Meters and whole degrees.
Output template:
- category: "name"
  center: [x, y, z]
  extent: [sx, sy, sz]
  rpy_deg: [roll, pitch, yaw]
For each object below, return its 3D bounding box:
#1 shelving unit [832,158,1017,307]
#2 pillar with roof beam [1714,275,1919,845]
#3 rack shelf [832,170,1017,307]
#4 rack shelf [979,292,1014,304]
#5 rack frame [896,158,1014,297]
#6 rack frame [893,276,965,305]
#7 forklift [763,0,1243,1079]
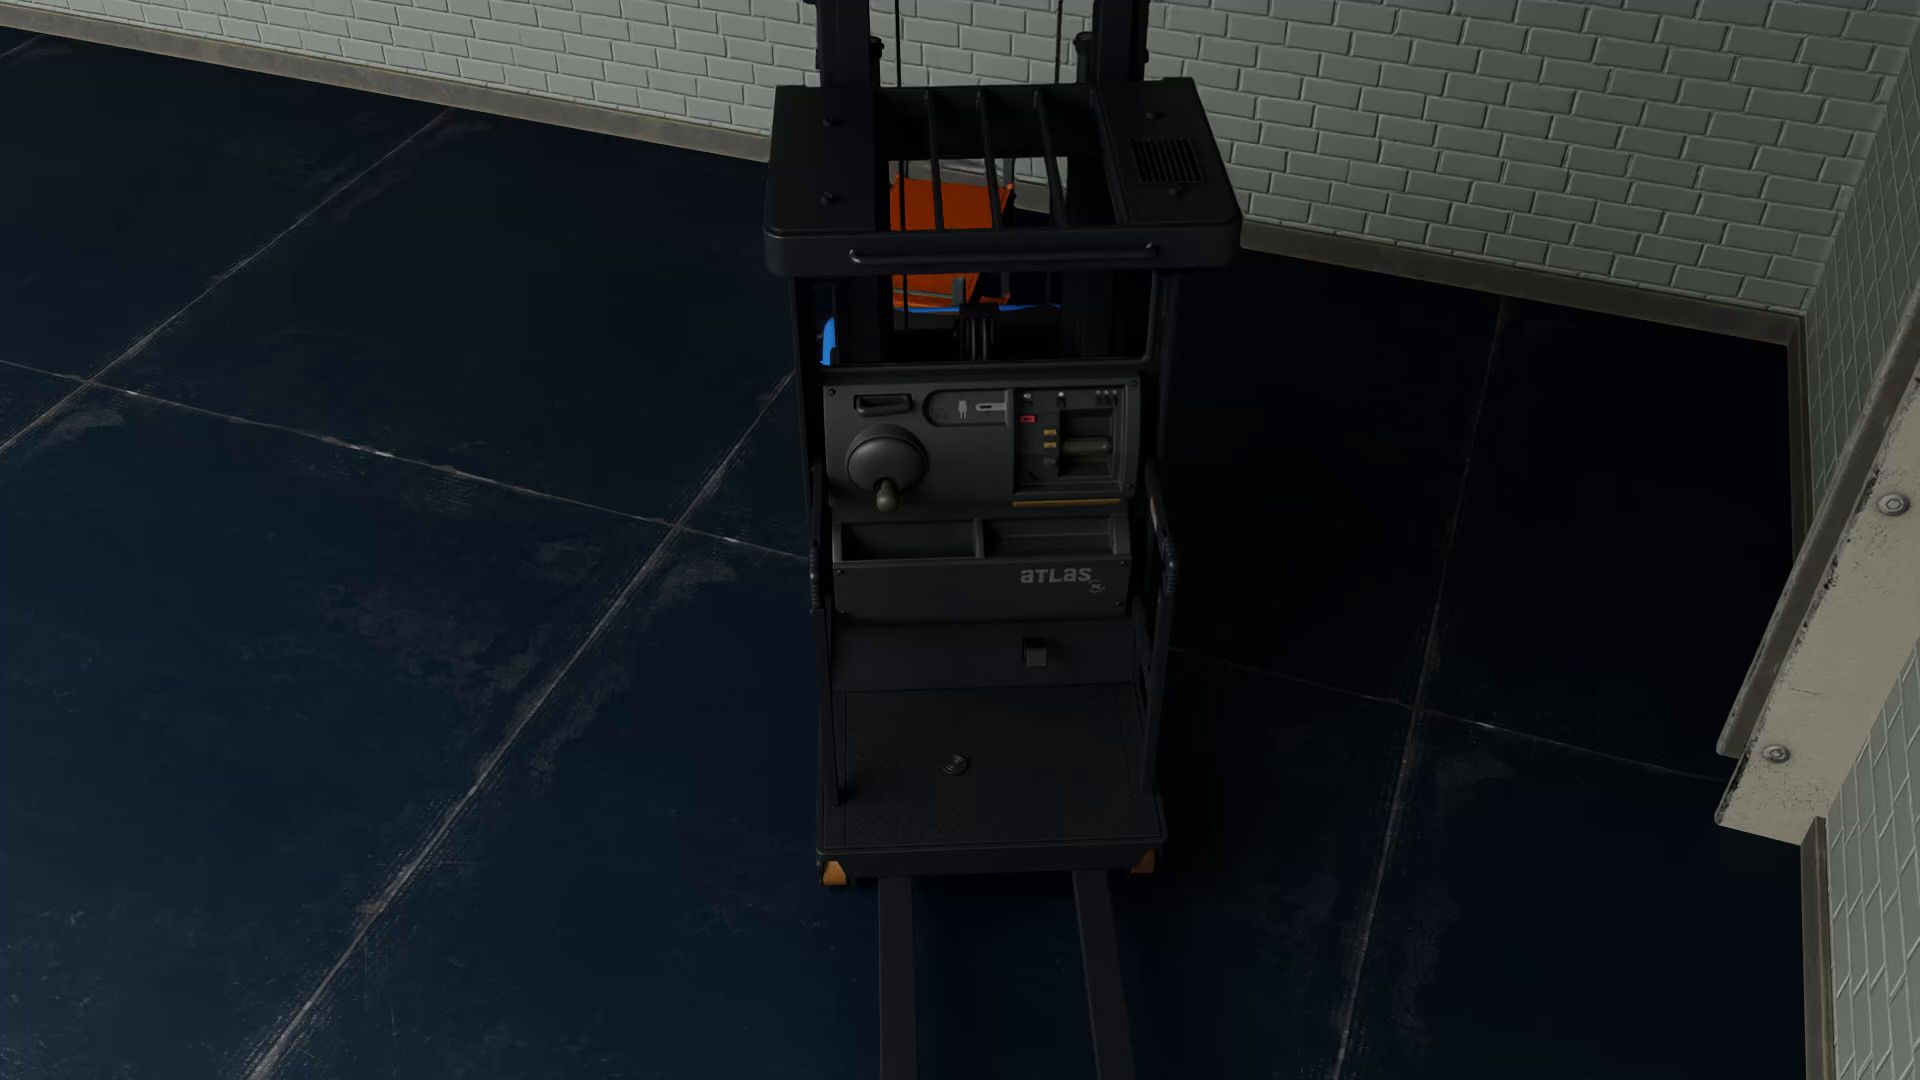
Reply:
- category: "shelving unit"
  center: [-0.124, -0.892, 6.929]
  extent: [0.538, 1.125, 1.048]
  rpy_deg: [8, 41, 9]
- category: "pillar with roof beam"
  center: [-1.280, -3.506, 3.926]
  extent: [9.100, 9.000, 0.400]
  rpy_deg: [13, 42, 15]
- category: "rack shelf"
  center: [-0.124, -1.115, 6.739]
  extent: [0.538, 0.278, 1.000]
  rpy_deg: [8, 41, 9]
- category: "rack shelf"
  center: [-0.124, -0.706, 7.088]
  extent: [0.538, 0.278, 1.000]
  rpy_deg: [8, 41, 9]
- category: "rack frame"
  center: [-0.022, -1.215, 7.308]
  extent: [0.500, 1.125, 0.032]
  rpy_deg: [8, 41, 9]
- category: "rack frame"
  center: [-0.227, -0.569, 6.550]
  extent: [0.500, 1.125, 0.032]
  rpy_deg: [8, 41, 9]
- category: "forklift"
  center: [0.080, -0.210, 4.738]
  extent: [1.130, 2.935, 3.031]
  rpy_deg: [-2, 41, -2]
